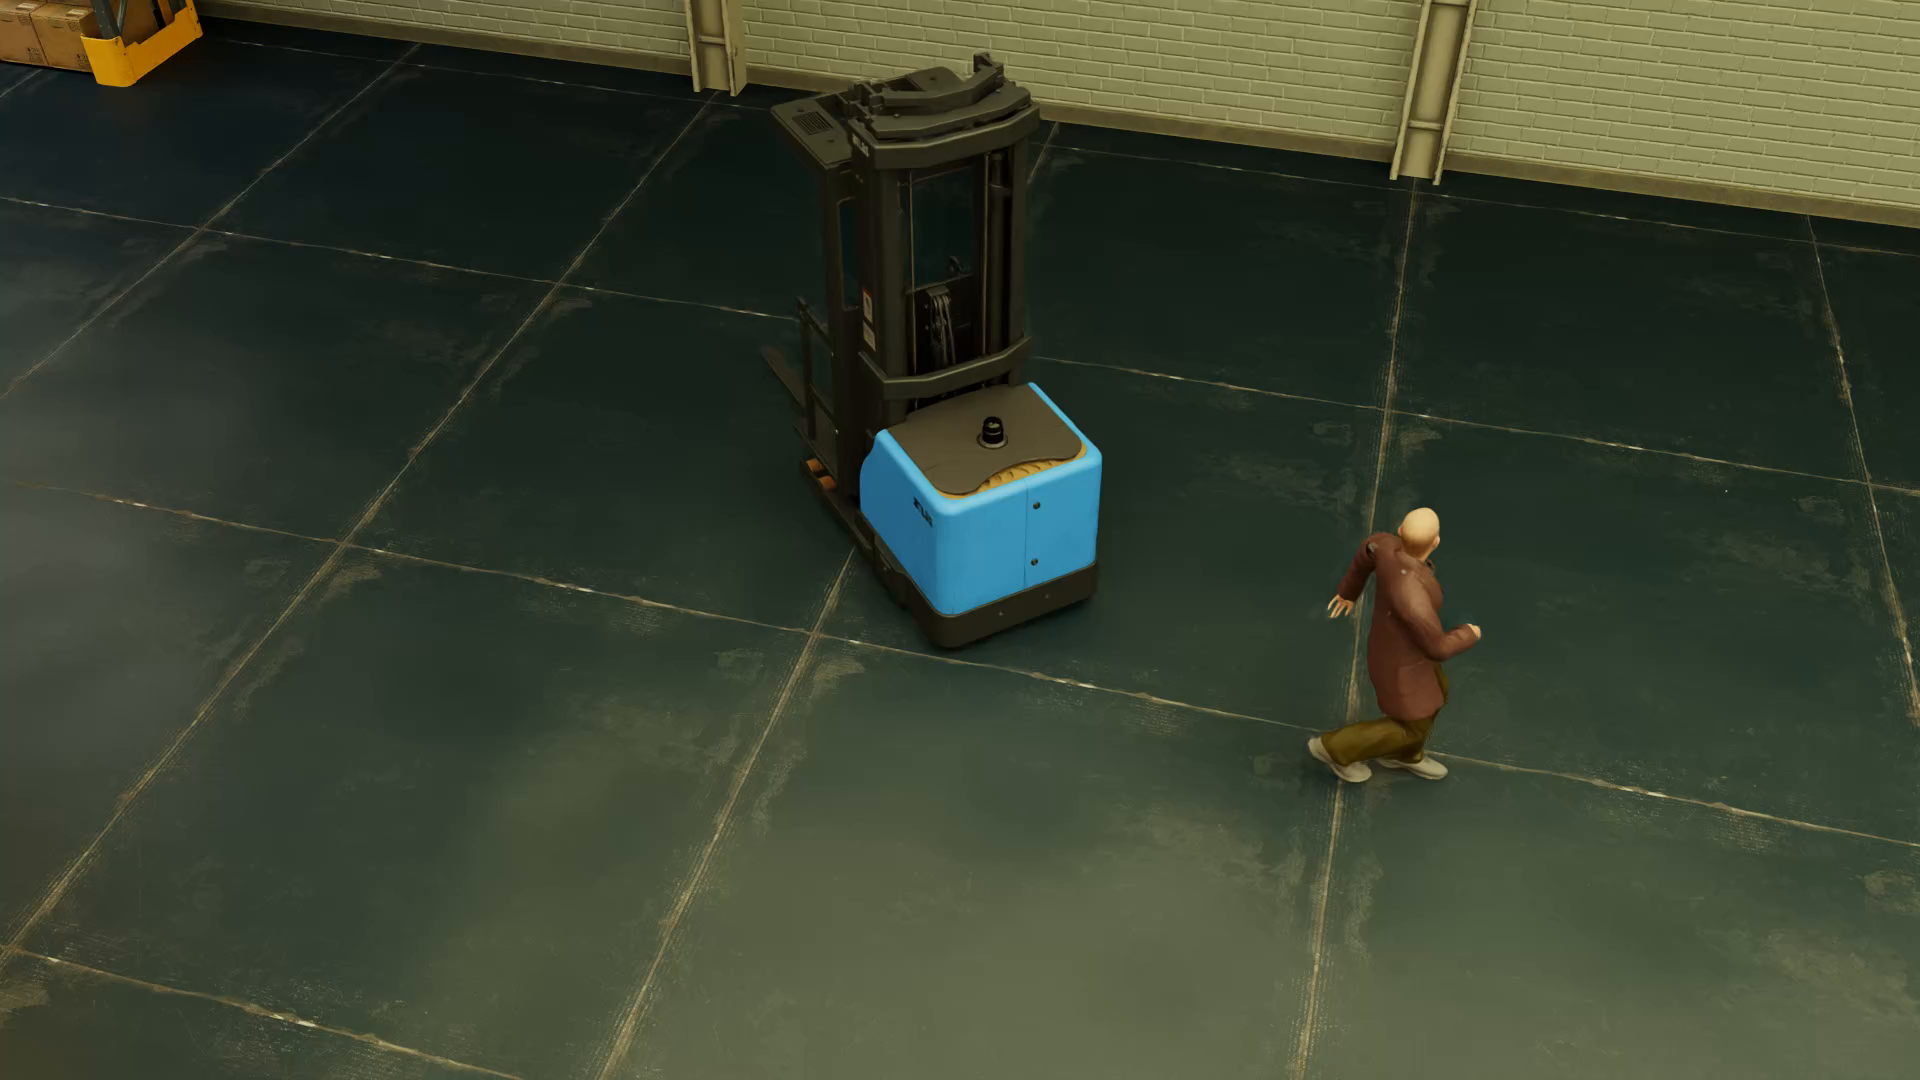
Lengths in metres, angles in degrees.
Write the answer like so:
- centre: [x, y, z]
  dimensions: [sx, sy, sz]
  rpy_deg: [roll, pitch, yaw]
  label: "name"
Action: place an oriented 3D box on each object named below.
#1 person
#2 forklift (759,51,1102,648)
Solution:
- centre: [2.186, 0.523, 8.203]
  dimensions: [0.741, 1.710, 0.703]
  rpy_deg: [7, 42, 8]
  label: "person"
- centre: [-0.350, -1.464, 9.532]
  dimensions: [1.130, 2.935, 3.031]
  rpy_deg: [-19, 45, -21]
  label: "forklift"
